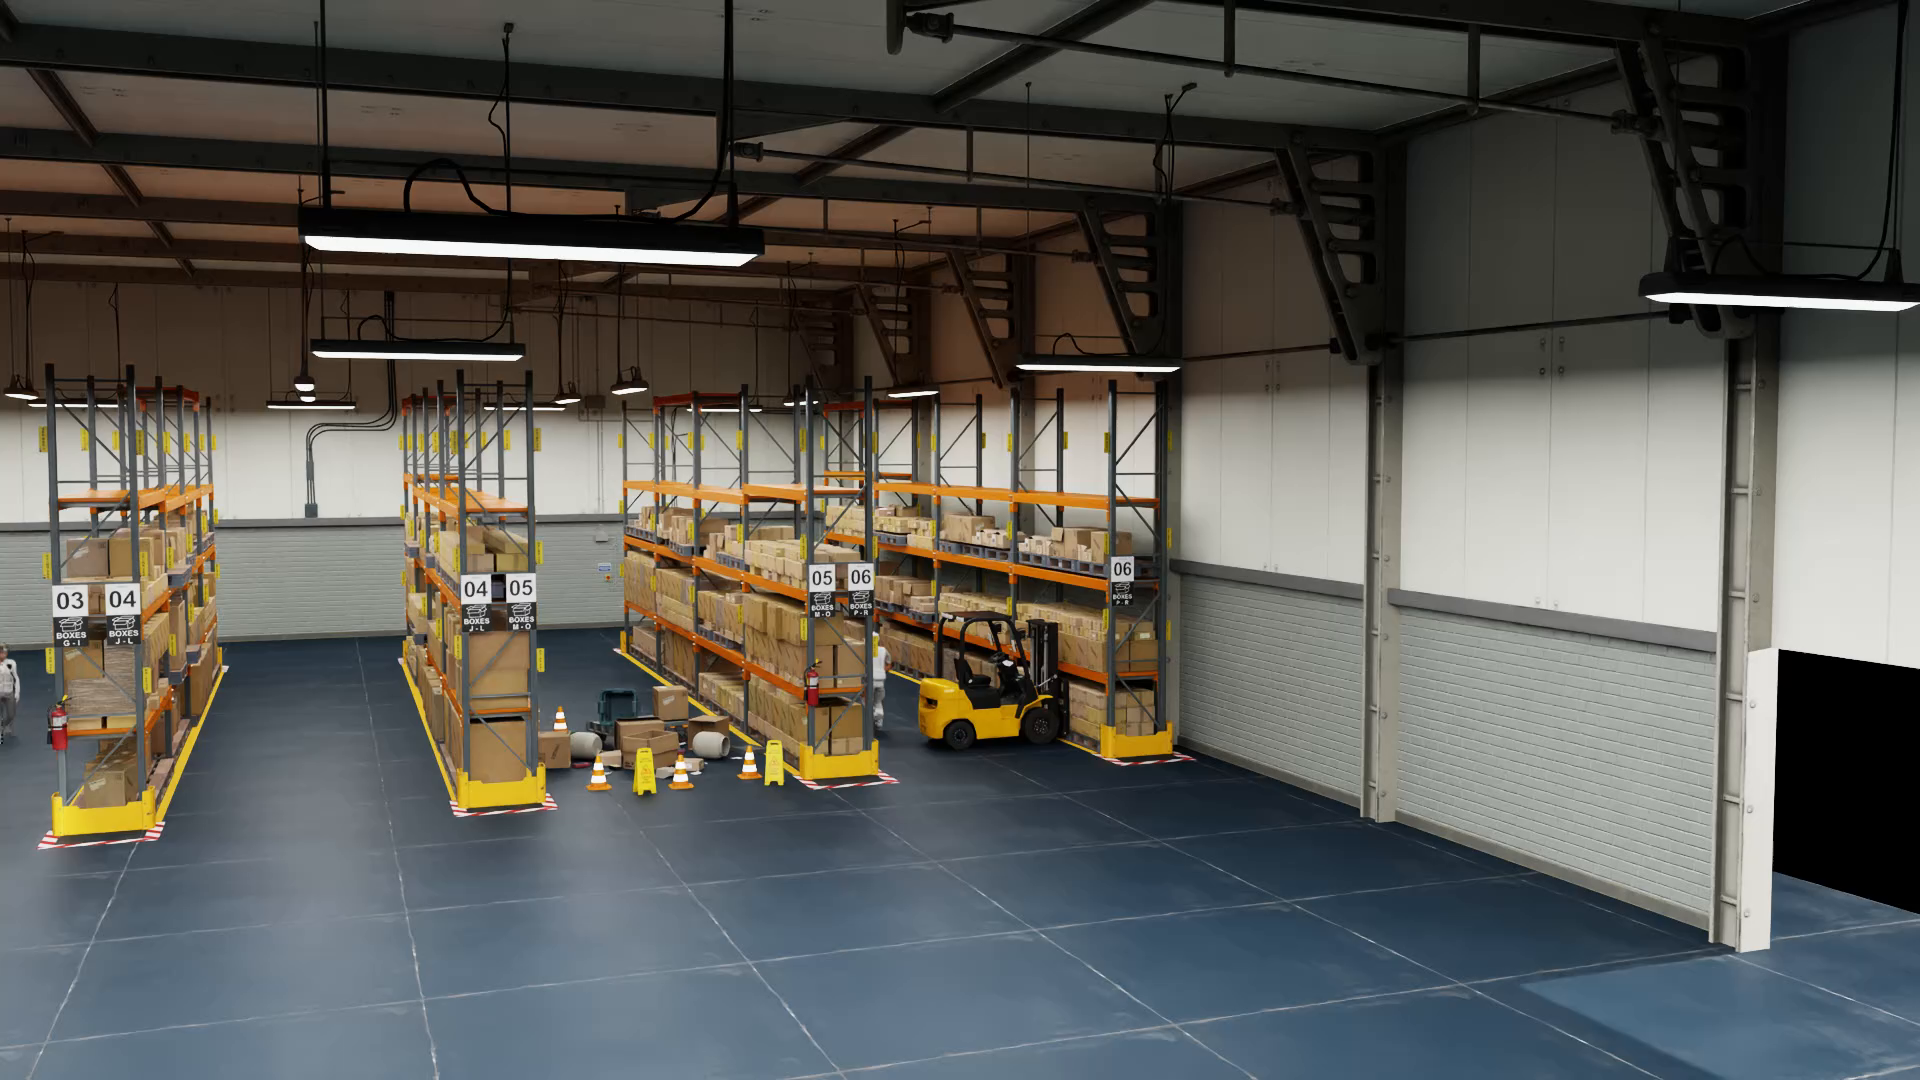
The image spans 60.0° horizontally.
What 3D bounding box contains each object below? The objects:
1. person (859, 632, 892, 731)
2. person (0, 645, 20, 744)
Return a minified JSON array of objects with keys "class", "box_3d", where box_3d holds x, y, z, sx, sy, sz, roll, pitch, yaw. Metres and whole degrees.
[{"class":"person","box_3d":[-1.500,2.465,29.126,0.656,1.684,0.779,-1,4,-20]},{"class":"person","box_3d":[-16.033,2.551,27.830,0.518,1.634,0.909,-3,4,-37]}]
